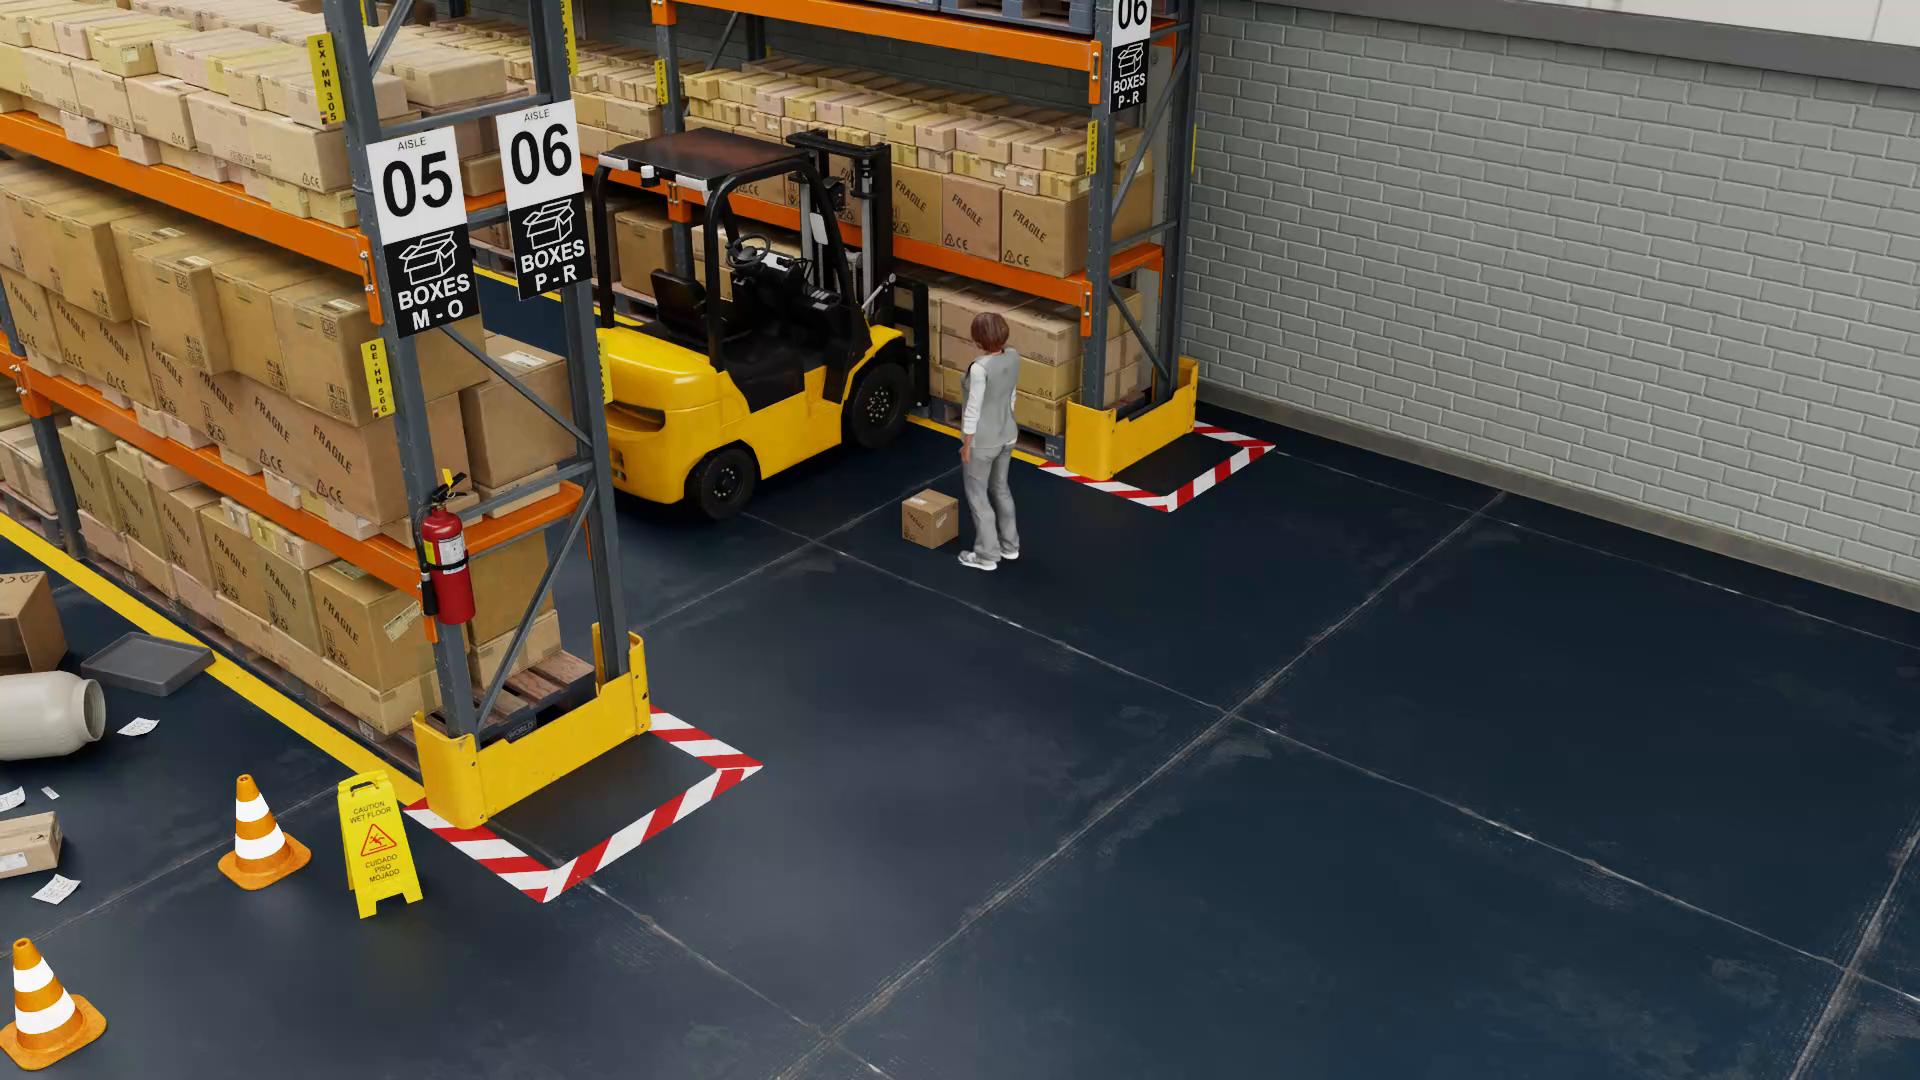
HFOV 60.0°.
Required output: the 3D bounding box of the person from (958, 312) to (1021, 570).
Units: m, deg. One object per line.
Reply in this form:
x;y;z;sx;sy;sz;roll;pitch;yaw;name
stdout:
0.166;-0.570;9.734;0.308;1.582;0.407;22;35;35;person
